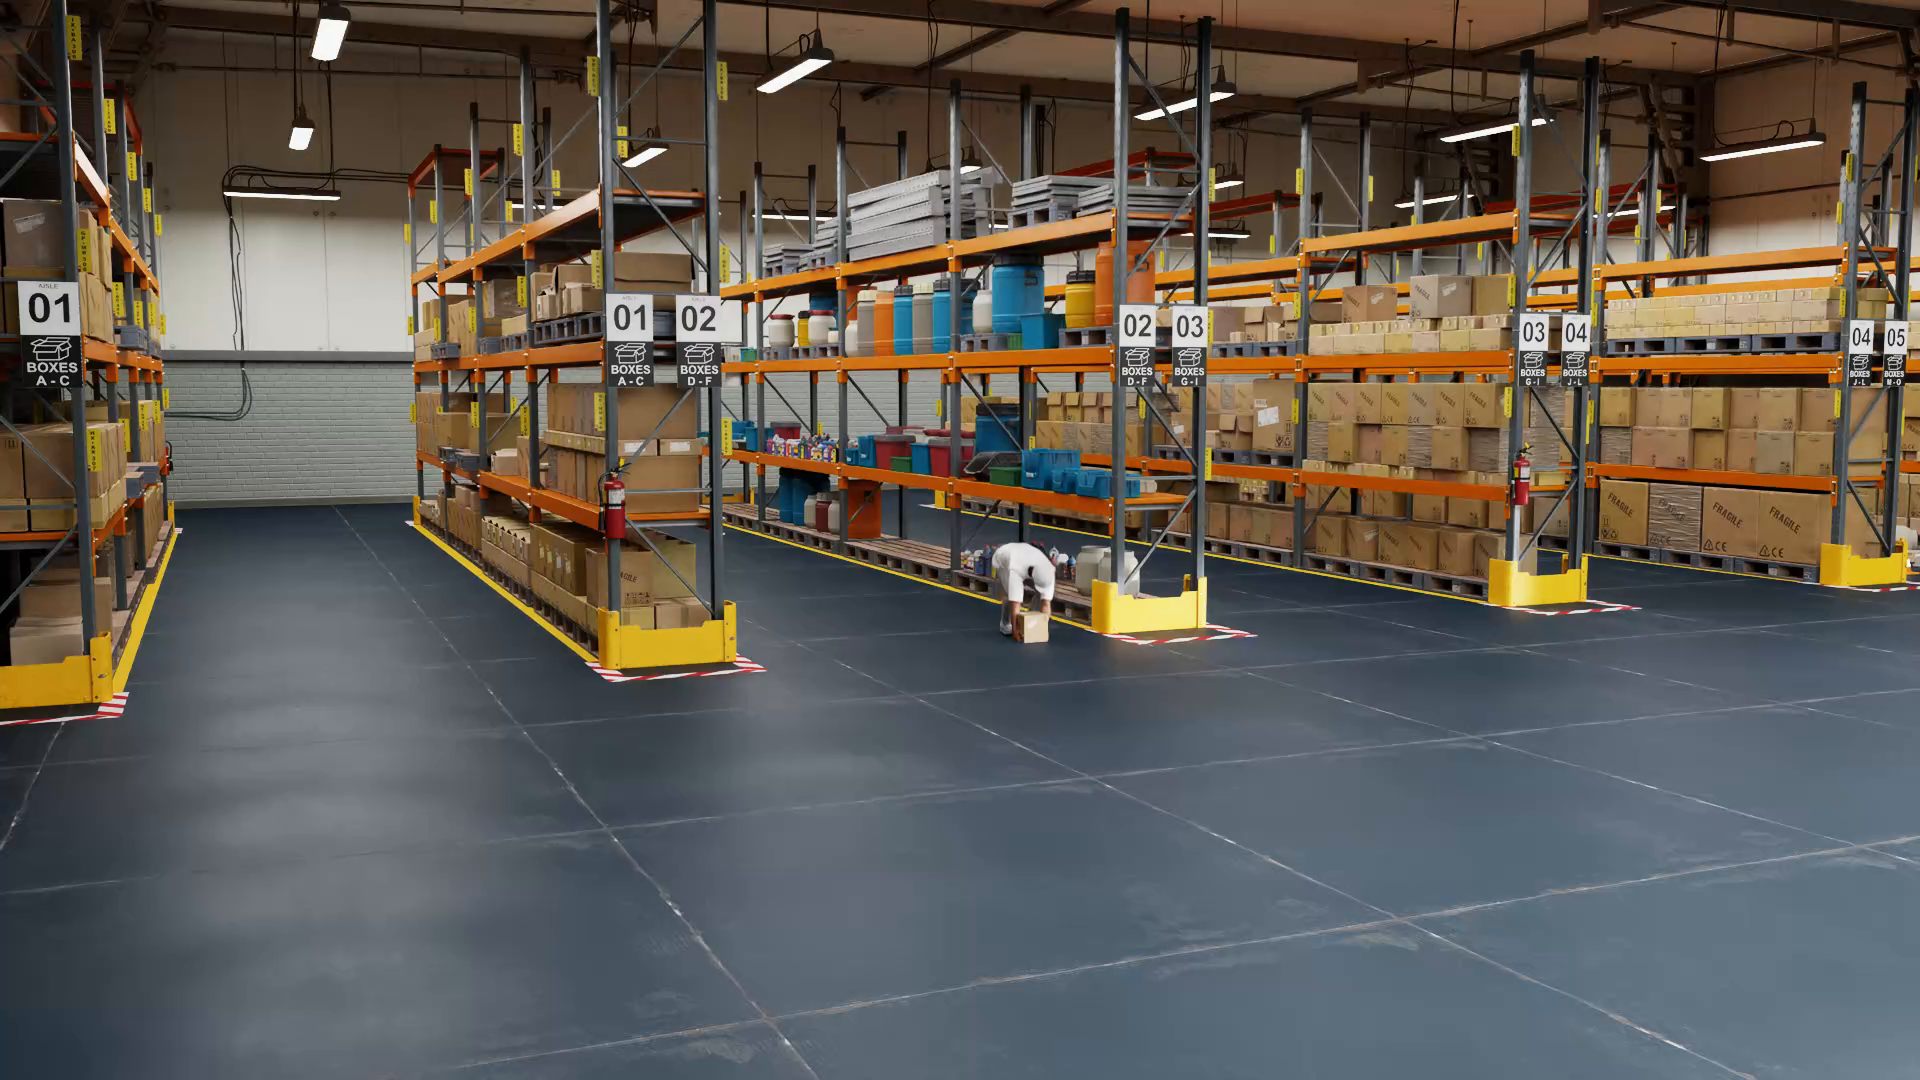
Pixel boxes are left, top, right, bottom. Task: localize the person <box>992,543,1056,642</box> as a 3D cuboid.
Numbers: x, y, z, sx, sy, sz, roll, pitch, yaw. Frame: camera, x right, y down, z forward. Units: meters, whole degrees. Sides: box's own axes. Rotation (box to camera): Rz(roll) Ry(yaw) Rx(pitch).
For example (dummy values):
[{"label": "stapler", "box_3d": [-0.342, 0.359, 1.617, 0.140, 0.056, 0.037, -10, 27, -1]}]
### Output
[{"label": "person", "box_3d": [0.650, 0.494, 16.072, 0.547, 0.907, 0.976, -3, 6, -26]}]
